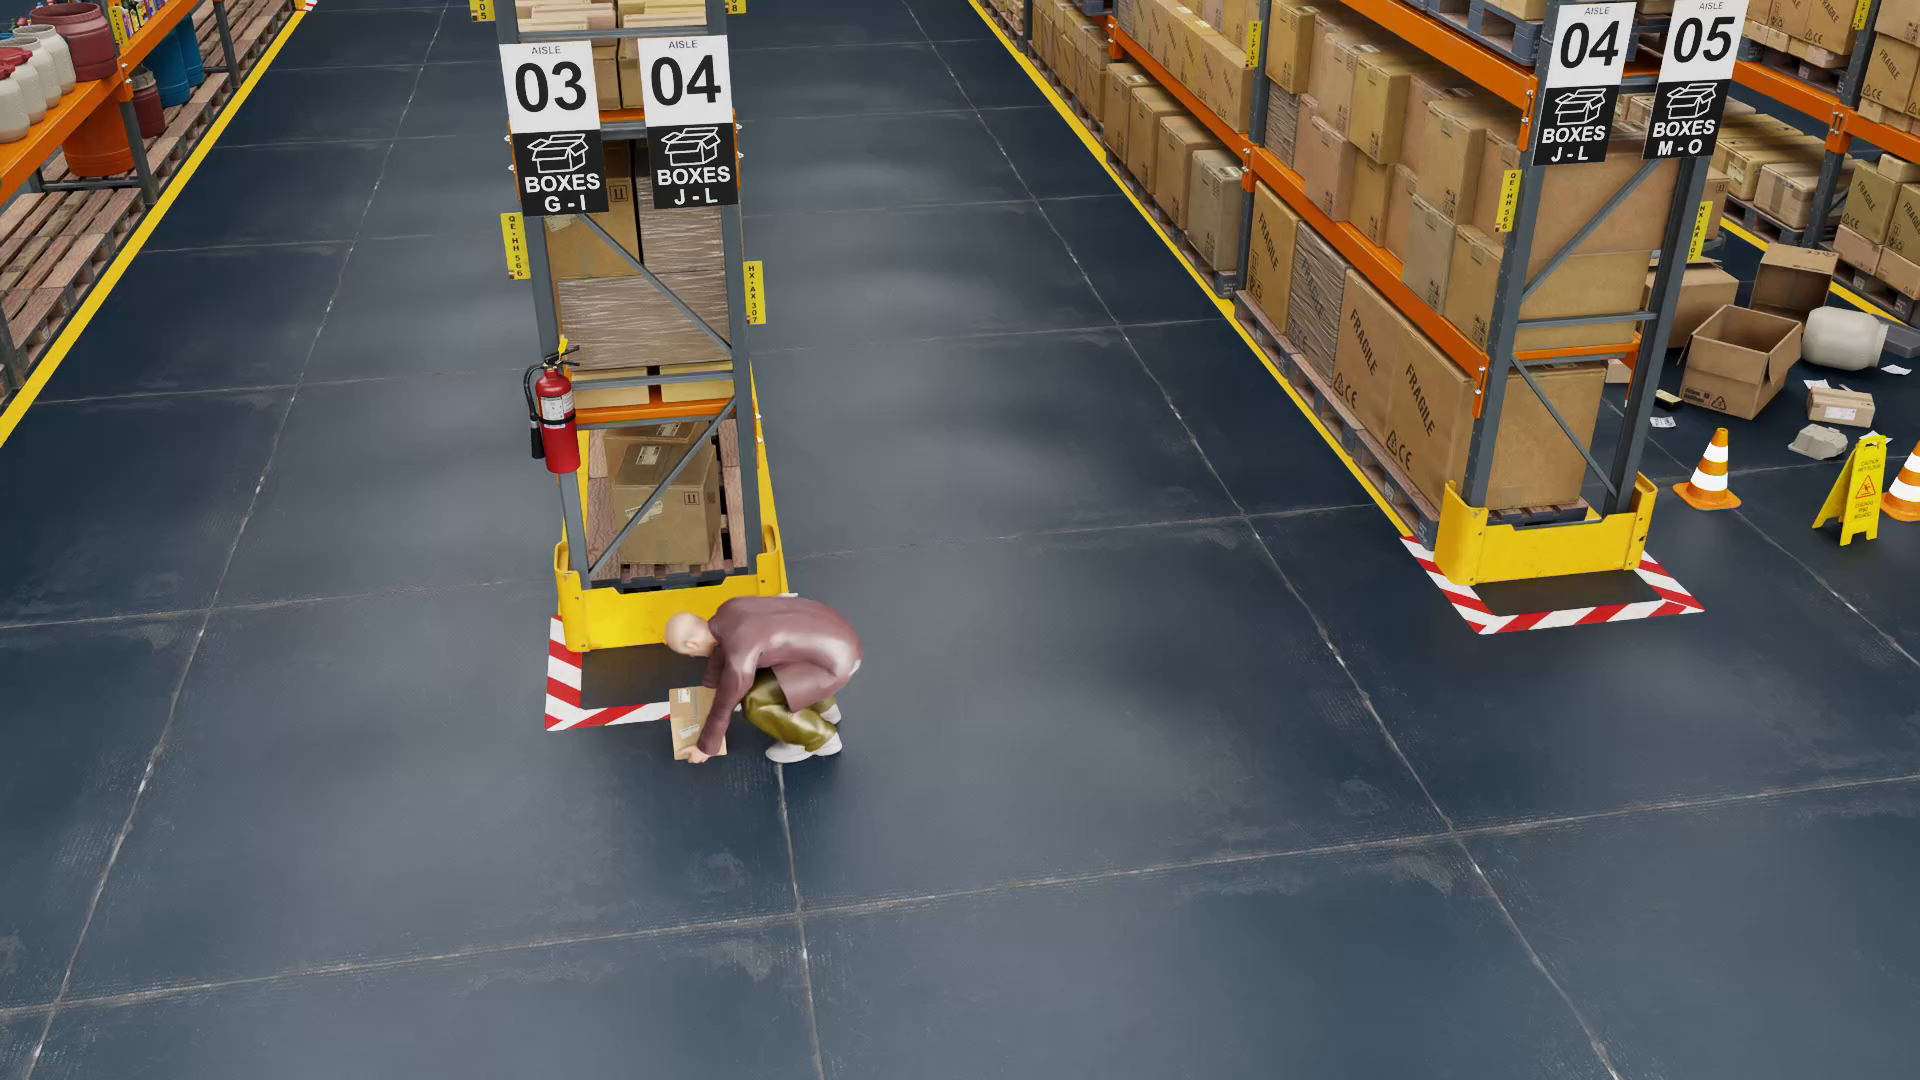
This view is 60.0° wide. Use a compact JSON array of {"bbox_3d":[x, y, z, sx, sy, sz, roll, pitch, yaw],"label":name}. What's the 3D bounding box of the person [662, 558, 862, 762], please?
[{"bbox_3d":[-0.945,0.572,8.005,0.934,0.938,0.558,-4,31,-7],"label":"person"}]
